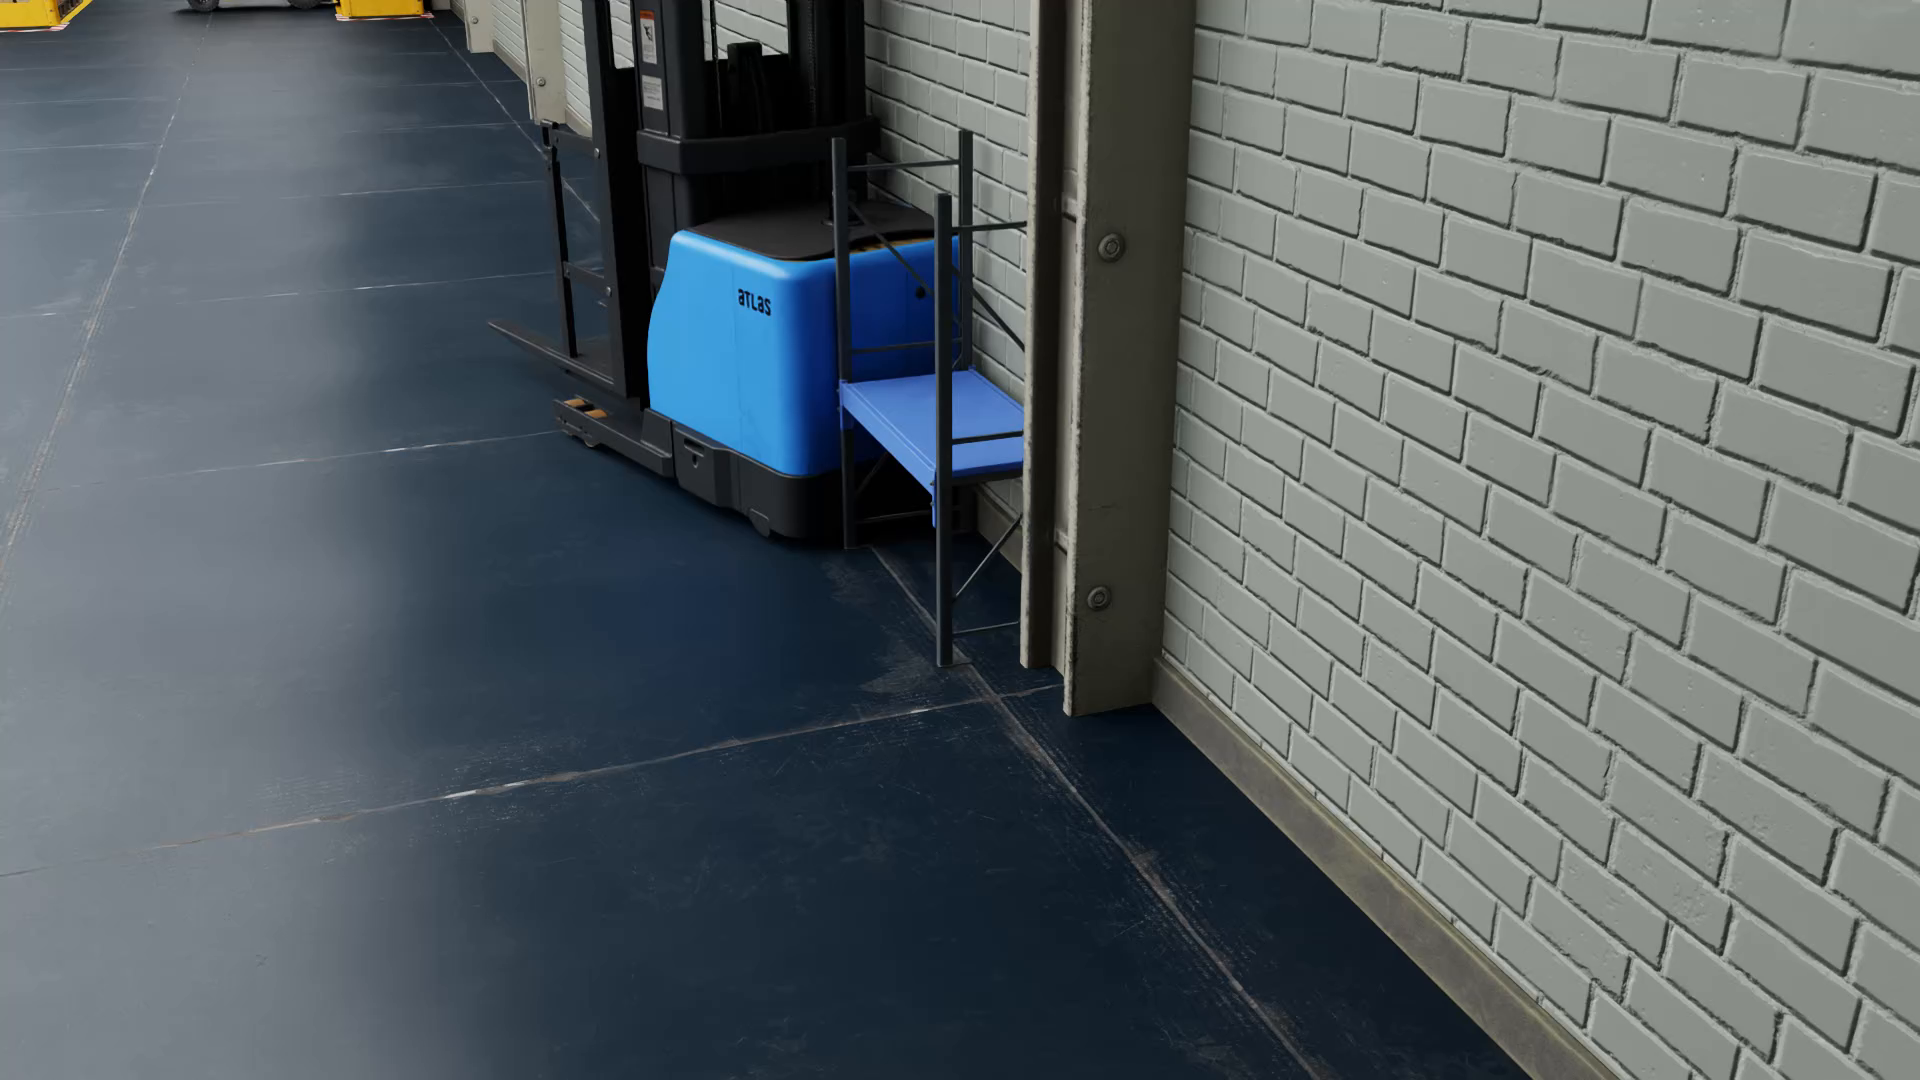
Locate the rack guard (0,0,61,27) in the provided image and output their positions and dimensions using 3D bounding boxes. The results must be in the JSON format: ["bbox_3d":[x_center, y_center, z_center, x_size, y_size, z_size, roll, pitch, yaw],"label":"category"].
[{"bbox_3d":[-13.340,-7.480,23.354,1.175,0.500,0.348,-8,24,-19],"label":"rack guard"}]

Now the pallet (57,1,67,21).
[{"bbox_3d":[-13.594,-7.647,24.122,1.003,0.211,1.213,-8,24,-19],"label":"pallet"}]

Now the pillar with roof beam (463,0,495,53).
[{"bbox_3d":[-9.982,-9.657,17.577,9.100,9.000,0.400,-8,24,-19],"label":"pillar with roof beam"}]

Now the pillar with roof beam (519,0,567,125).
[{"bbox_3d":[-7.862,-7.477,12.404,9.100,9.000,0.400,-8,24,-19],"label":"pillar with roof beam"}]

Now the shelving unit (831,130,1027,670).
[{"bbox_3d":[-0.014,-0.505,5.516,0.538,1.500,1.048,-8,24,-19],"label":"shelving unit"}]

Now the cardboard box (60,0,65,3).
[{"bbox_3d":[-13.513,-8.049,24.484,0.500,0.250,0.500,-7,24,-17],"label":"cardboard box"}]

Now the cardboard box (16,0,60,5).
[{"bbox_3d":[-13.340,-7.862,24.041,0.500,0.250,0.500,-9,24,-19],"label":"cardboard box"}]

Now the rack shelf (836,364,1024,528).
[{"bbox_3d":[-0.014,-0.339,5.586,0.538,0.185,1.000,-8,24,-19],"label":"rack shelf"}]

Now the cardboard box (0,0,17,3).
[{"bbox_3d":[-13.859,-7.797,23.886,0.500,0.250,0.500,-8,24,-19],"label":"cardboard box"}]

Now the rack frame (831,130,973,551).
[{"bbox_3d":[-0.194,-0.689,5.955,0.500,1.500,0.032,-8,24,-19],"label":"rack frame"}]

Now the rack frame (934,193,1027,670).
[{"bbox_3d":[0.166,-0.320,5.078,0.500,1.500,0.032,-8,24,-19],"label":"rack frame"}]

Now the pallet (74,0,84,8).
[{"bbox_3d":[-14.456,-8.534,26.226,1.003,0.211,1.213,-8,24,-19],"label":"pallet"}]

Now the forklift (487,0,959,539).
[{"bbox_3d":[-1.136,-1.857,6.881,1.130,2.935,3.031,-17,28,-35],"label":"forklift"}]

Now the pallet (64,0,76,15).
[{"bbox_3d":[-14.022,-8.090,25.172,1.003,0.211,1.213,-8,24,-19],"label":"pallet"}]

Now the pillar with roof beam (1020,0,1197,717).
[{"bbox_3d":[-3.623,-3.117,2.059,9.100,9.000,0.400,-8,24,-19],"label":"pillar with roof beam"}]

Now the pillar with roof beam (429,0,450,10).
[{"bbox_3d":[-12.102,-11.838,22.749,9.100,9.000,0.400,-8,24,-19],"label":"pillar with roof beam"}]

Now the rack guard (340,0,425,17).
[{"bbox_3d":[-8.663,-8.126,24.887,1.175,0.500,0.348,-8,24,-19],"label":"rack guard"}]

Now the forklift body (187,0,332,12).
[{"bbox_3d":[-11.048,-9.335,25.628,2.313,2.155,1.214,-8,24,-19],"label":"forklift body"}]
